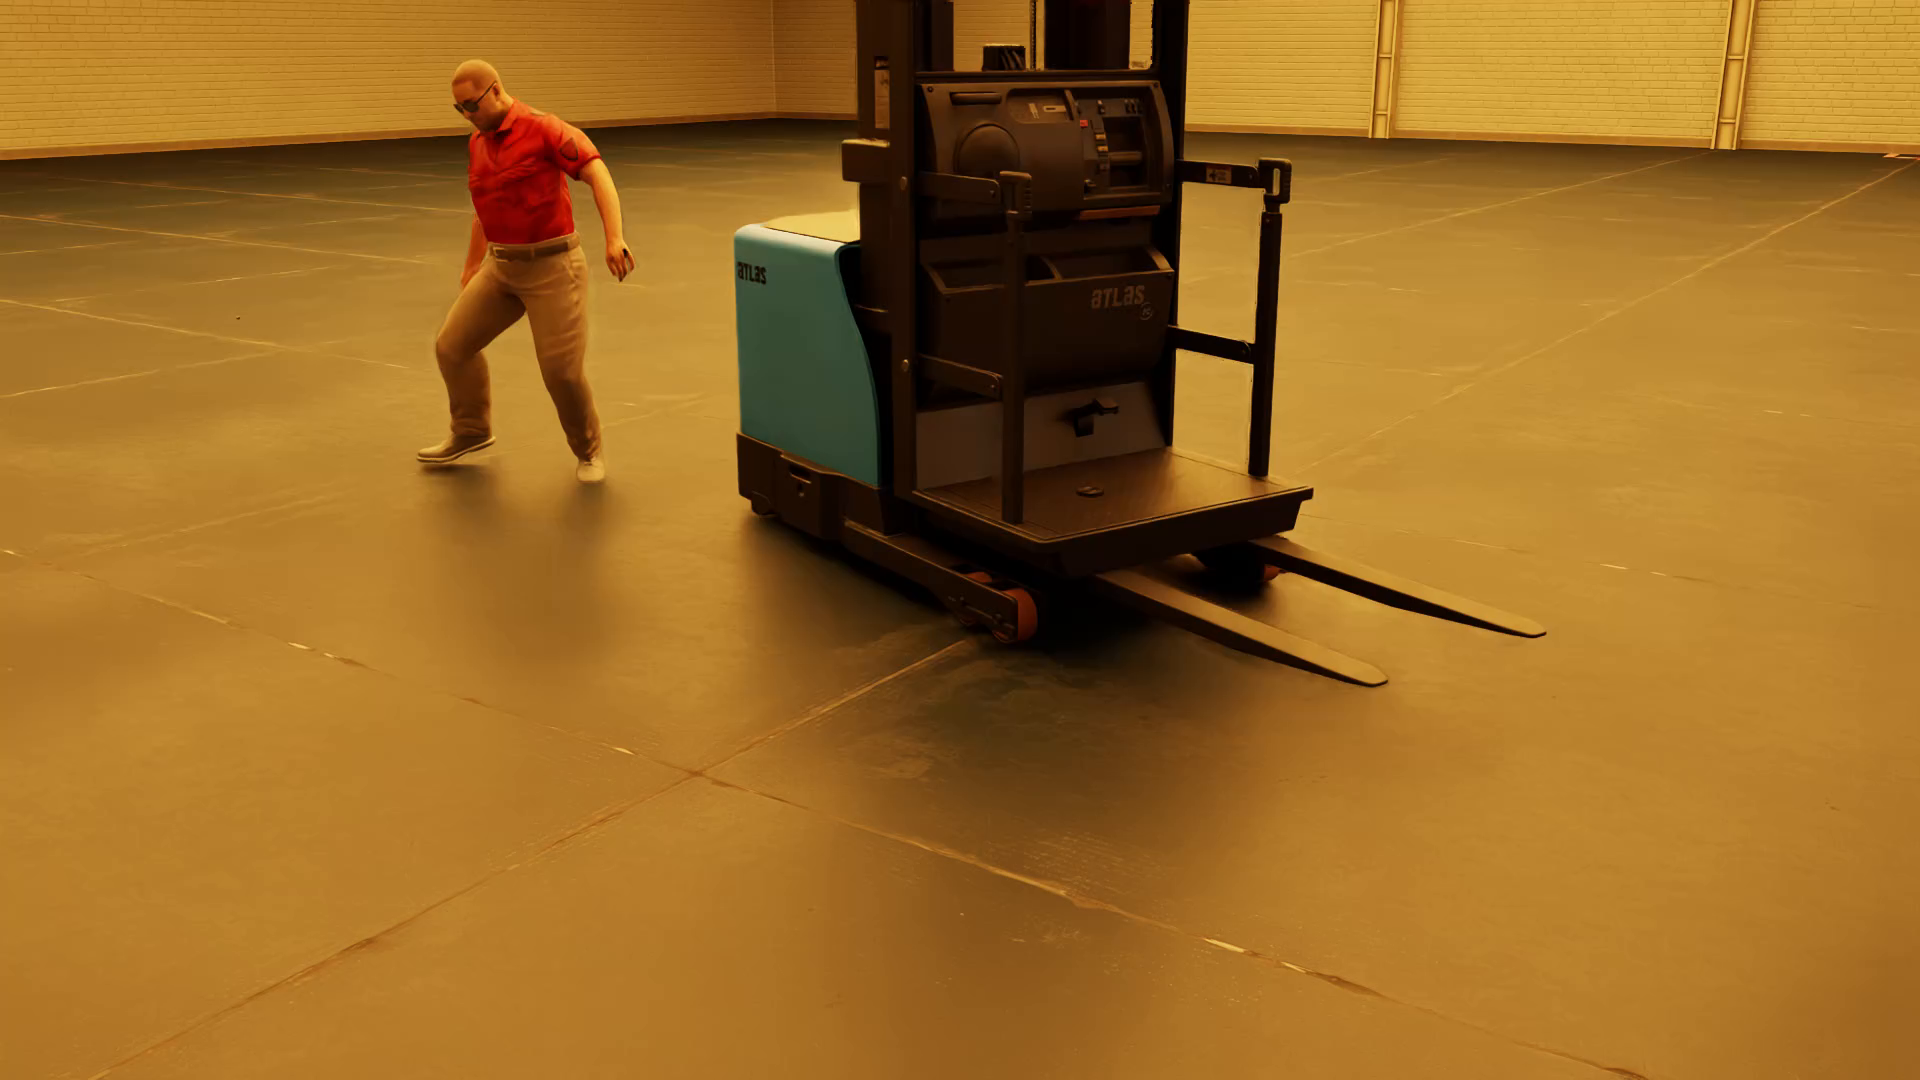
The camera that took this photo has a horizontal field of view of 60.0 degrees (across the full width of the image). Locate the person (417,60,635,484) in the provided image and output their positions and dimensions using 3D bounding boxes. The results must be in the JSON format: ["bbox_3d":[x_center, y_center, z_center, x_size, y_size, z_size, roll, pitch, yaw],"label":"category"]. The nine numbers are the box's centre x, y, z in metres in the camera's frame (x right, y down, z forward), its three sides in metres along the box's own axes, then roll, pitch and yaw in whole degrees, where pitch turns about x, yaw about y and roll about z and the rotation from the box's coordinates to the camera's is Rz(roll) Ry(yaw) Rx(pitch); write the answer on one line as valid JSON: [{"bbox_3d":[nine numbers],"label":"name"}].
[{"bbox_3d":[-1.720,-1.042,6.613,1.124,1.671,0.474,9,19,27],"label":"person"}]

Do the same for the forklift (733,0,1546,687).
[{"bbox_3d":[0.409,-1.252,5.020,1.130,2.935,3.031,-11,20,-33],"label":"forklift"}]
